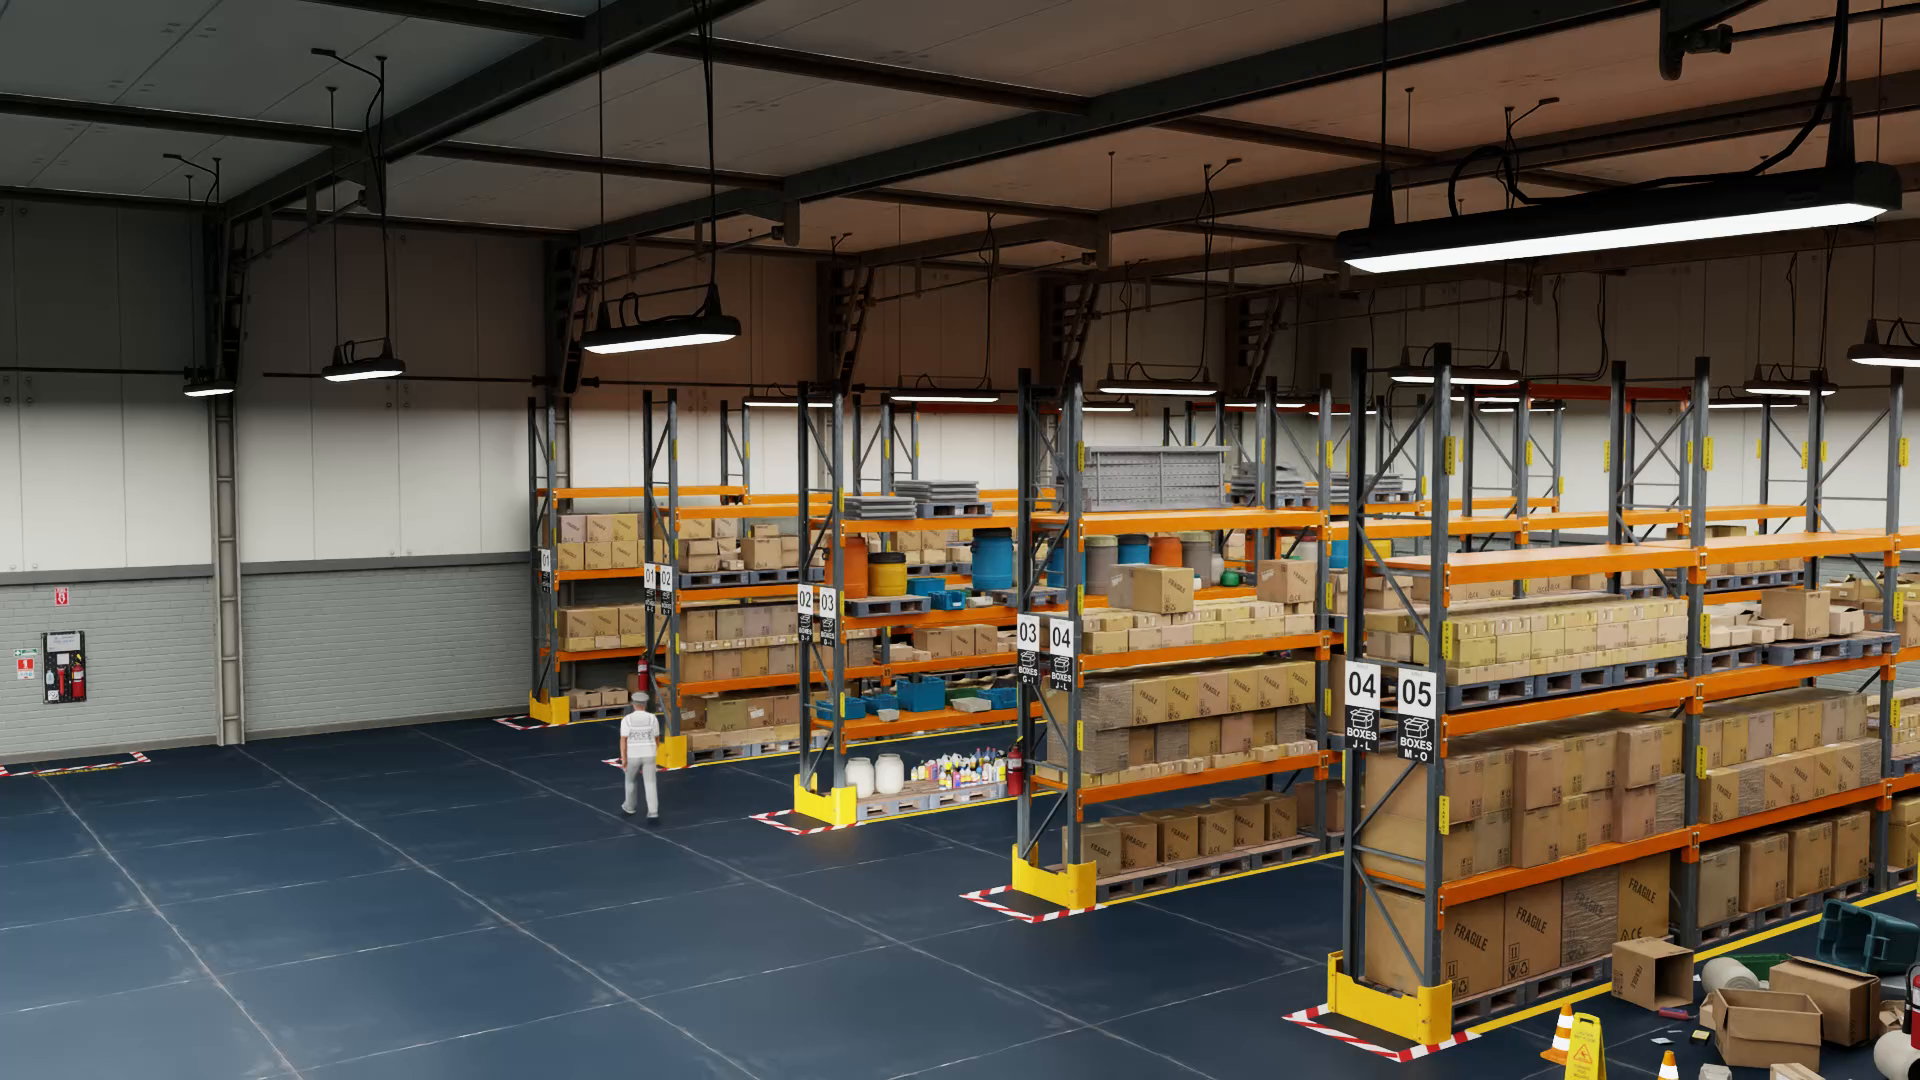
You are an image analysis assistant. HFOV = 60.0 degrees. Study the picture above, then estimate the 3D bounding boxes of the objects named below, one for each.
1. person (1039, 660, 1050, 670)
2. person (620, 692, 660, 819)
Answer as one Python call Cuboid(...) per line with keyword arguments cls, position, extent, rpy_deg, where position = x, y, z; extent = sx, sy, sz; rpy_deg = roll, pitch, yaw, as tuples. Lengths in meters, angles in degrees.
Cuboid(cls="person", position=(1.943, 2.096, 35.705), extent=(0.491, 1.451, 0.937), rpy_deg=(3, 5, 44))
Cuboid(cls="person", position=(-4.392, 2.948, 22.813), extent=(0.550, 1.715, 1.085), rpy_deg=(-1, 4, -21))
